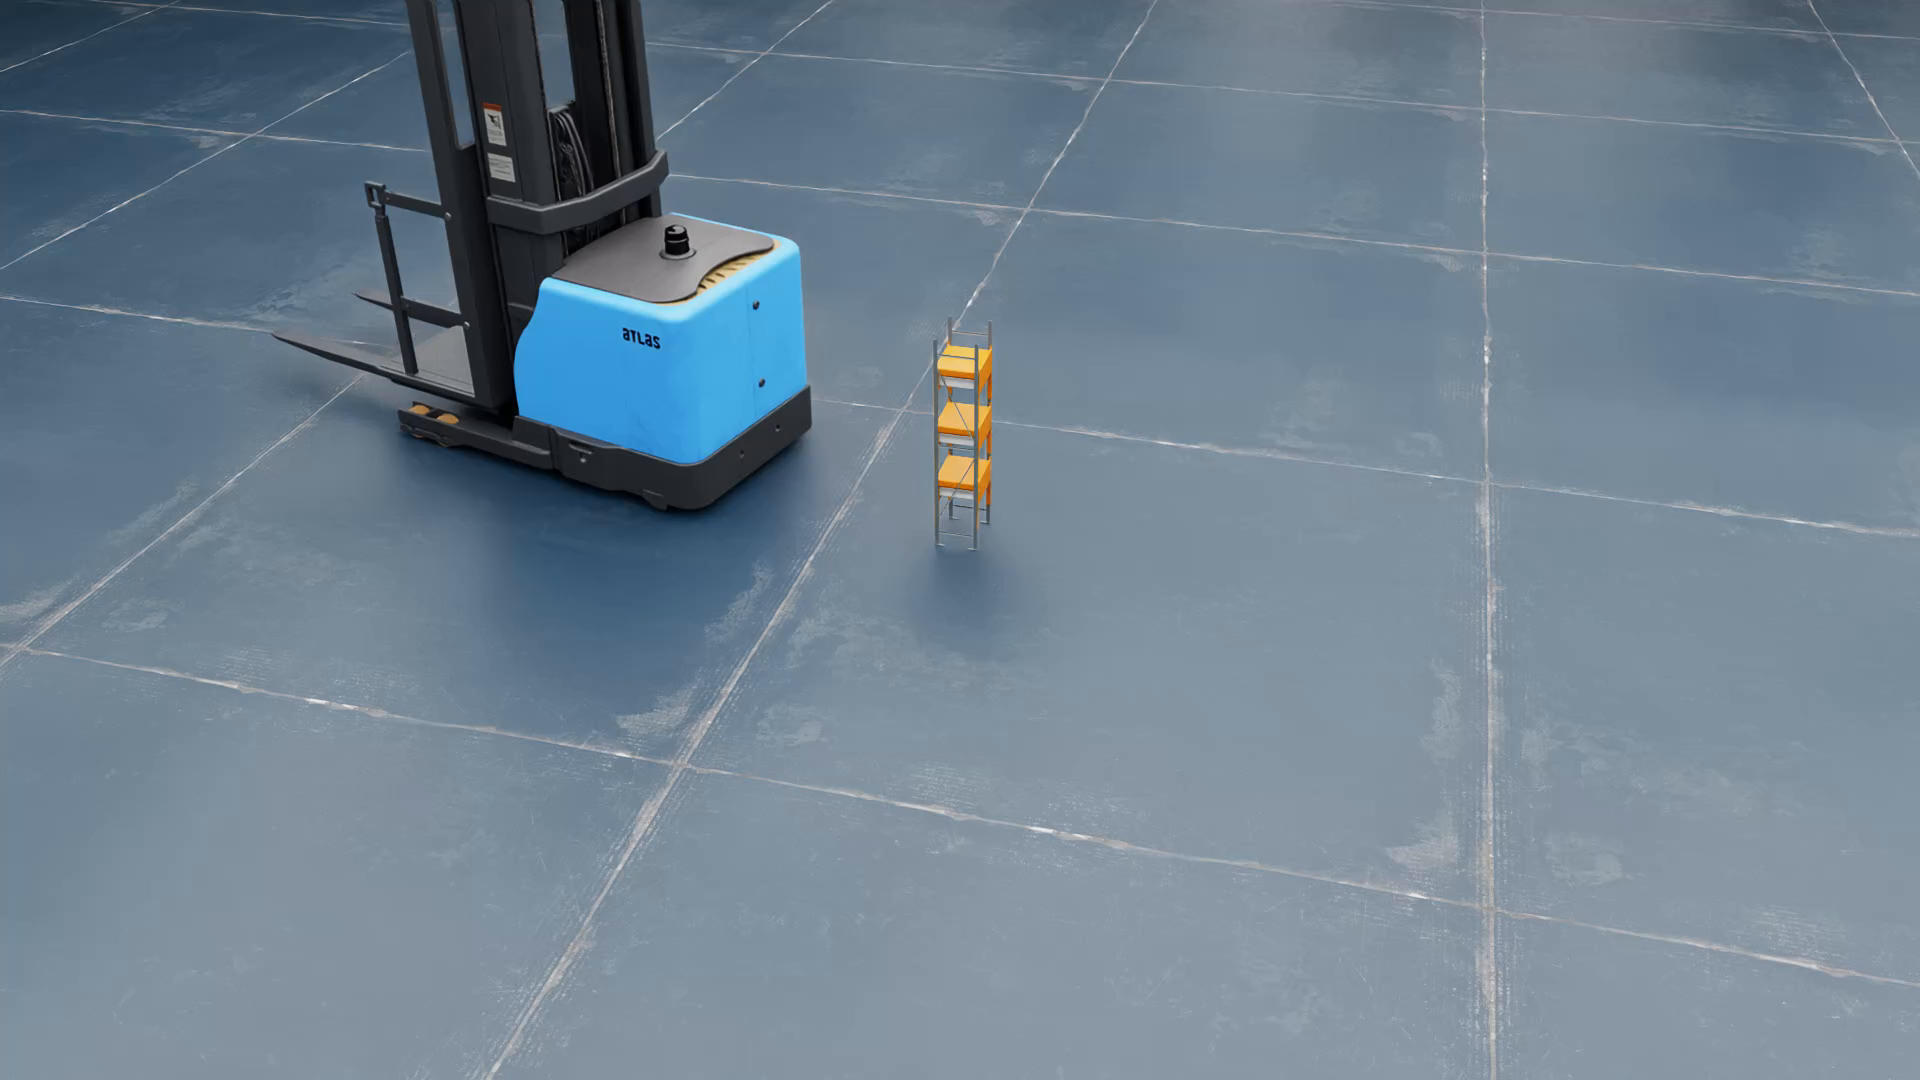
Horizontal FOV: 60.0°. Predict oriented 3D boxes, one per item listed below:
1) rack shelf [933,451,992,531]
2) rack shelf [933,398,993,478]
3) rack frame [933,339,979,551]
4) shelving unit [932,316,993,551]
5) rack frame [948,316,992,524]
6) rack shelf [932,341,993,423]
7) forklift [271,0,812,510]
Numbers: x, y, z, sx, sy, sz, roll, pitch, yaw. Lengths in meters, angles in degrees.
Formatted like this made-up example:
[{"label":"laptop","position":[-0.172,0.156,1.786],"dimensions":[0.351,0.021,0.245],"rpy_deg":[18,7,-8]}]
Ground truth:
[{"label":"rack shelf","position":[0.014,-0.227,7.667],"dimensions":[0.215,0.259,0.240],"rpy_deg":[8,33,12]},{"label":"rack shelf","position":[0.014,-0.462,7.518],"dimensions":[0.215,0.259,0.240],"rpy_deg":[8,33,12]},{"label":"rack frame","position":[-0.017,-0.408,7.412],"dimensions":[0.200,1.050,0.008],"rpy_deg":[8,33,12]},{"label":"shelving unit","position":[0.014,-0.471,7.512],"dimensions":[0.215,1.050,0.252],"rpy_deg":[8,33,12]},{"label":"rack frame","position":[0.045,-0.534,7.612],"dimensions":[0.200,1.050,0.008],"rpy_deg":[8,33,12]},{"label":"rack shelf","position":[0.014,-0.701,7.365],"dimensions":[0.215,0.259,0.240],"rpy_deg":[8,33,12]},{"label":"forklift","position":[-2.298,-1.942,8.072],"dimensions":[3.031,2.935,1.130],"rpy_deg":[17,36,24]}]
